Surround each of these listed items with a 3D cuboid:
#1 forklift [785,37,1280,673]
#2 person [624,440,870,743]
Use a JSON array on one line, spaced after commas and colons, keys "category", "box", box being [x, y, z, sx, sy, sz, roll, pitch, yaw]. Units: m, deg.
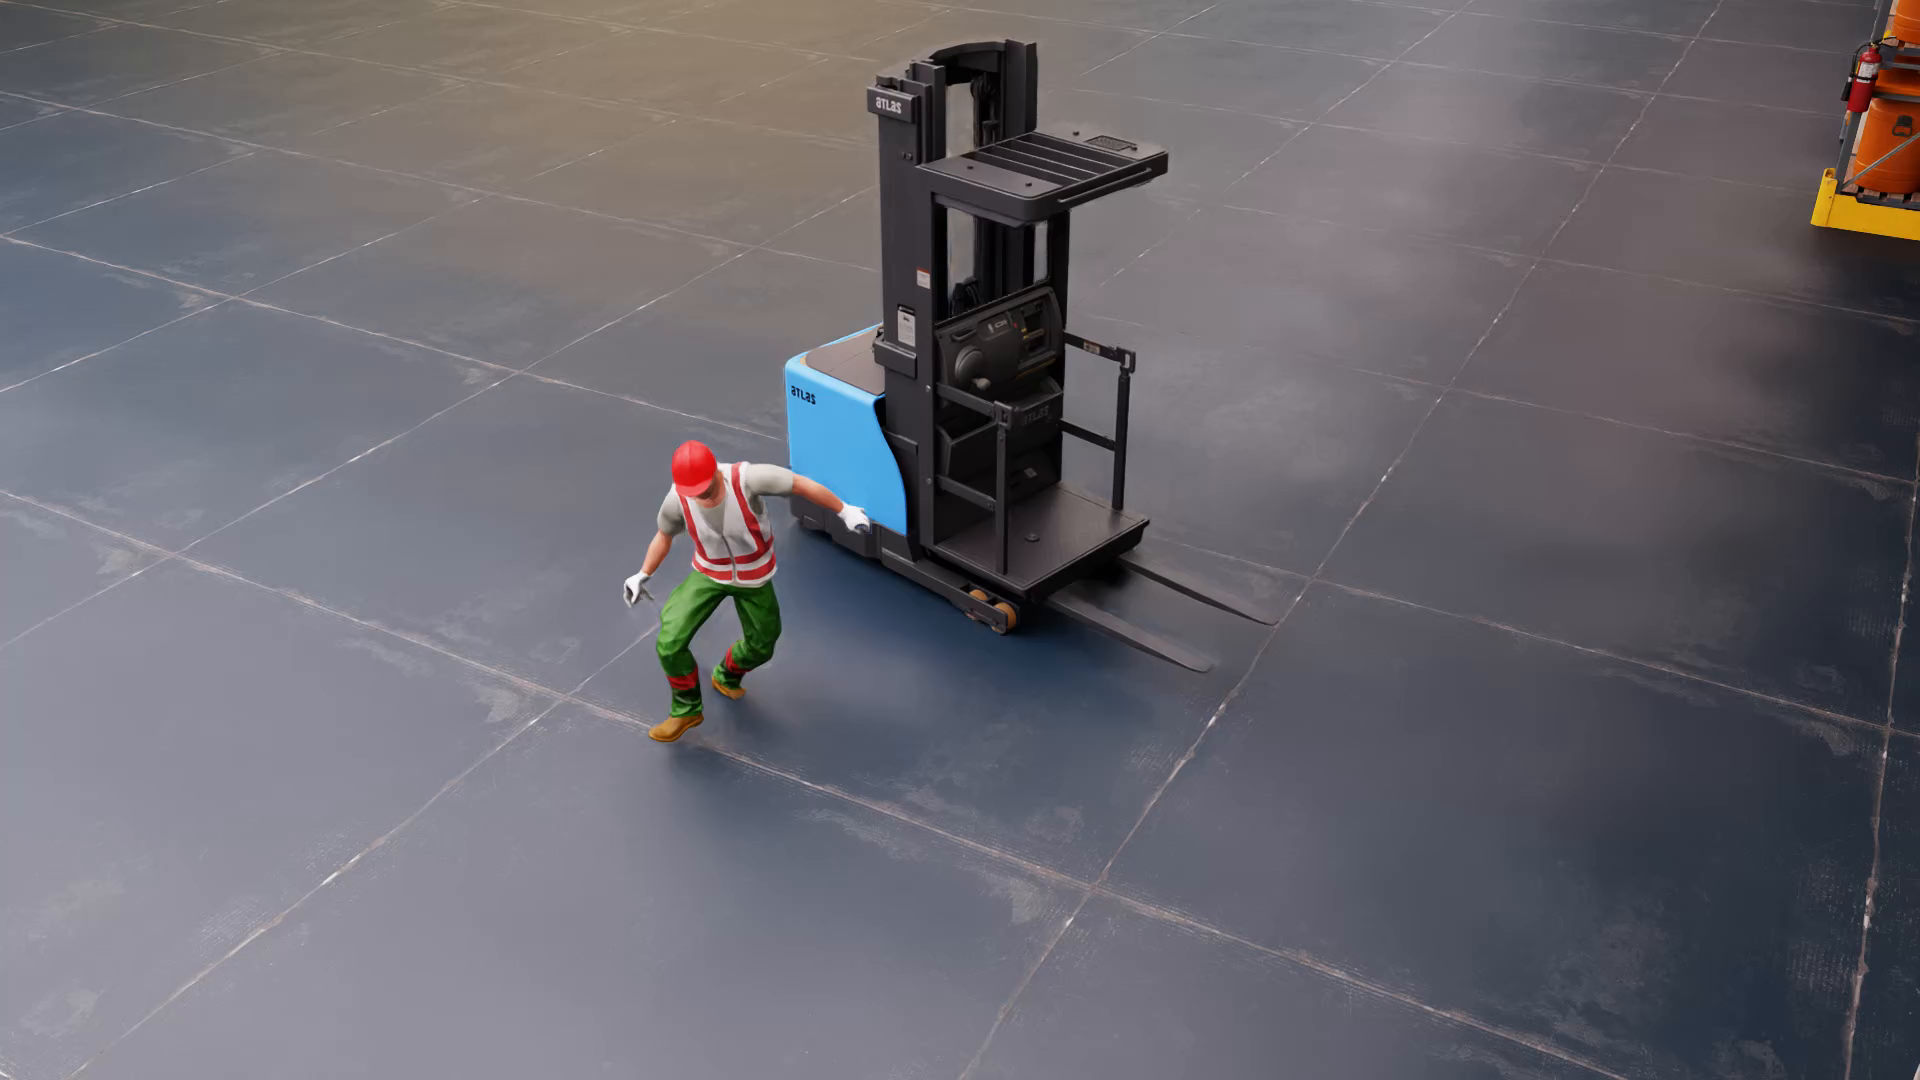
[{"category": "forklift", "box": [0.375, -1.052, 8.893, 3.031, 2.935, 1.130, 26, 39, 37]}, {"category": "person", "box": [-1.033, 0.203, 8.106, 1.212, 1.690, 0.621, -4, 30, -7]}]
